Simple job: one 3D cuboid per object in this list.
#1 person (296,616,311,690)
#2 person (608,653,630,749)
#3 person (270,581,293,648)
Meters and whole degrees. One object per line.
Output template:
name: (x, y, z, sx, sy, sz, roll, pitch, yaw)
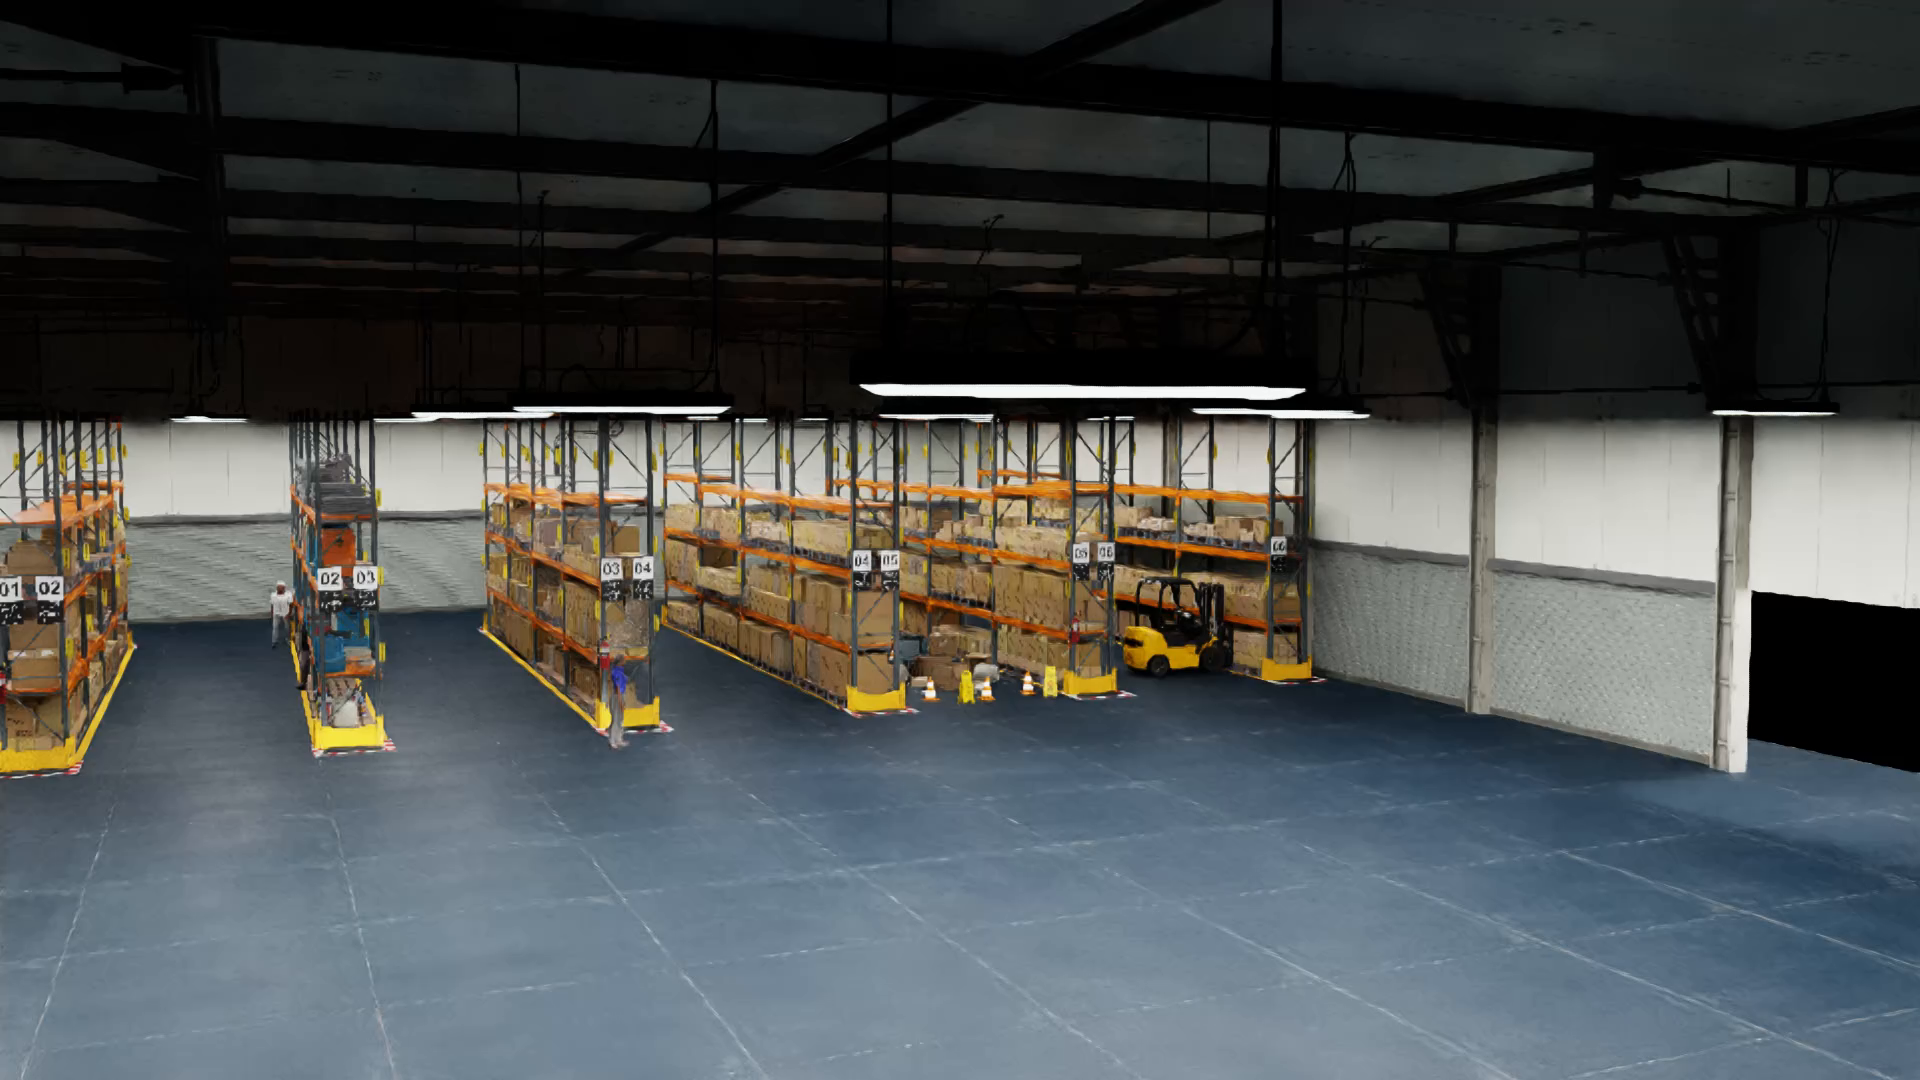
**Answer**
person: (-13.889, 2.343, 35.696, 0.574, 1.688, 0.965, 0, 4, -2)
person: (-6.027, 2.826, 29.340, 0.386, 1.665, 0.564, -1, 4, -11)
person: (-17.350, 1.883, 42.533, 0.565, 1.706, 1.043, -1, 4, -14)
